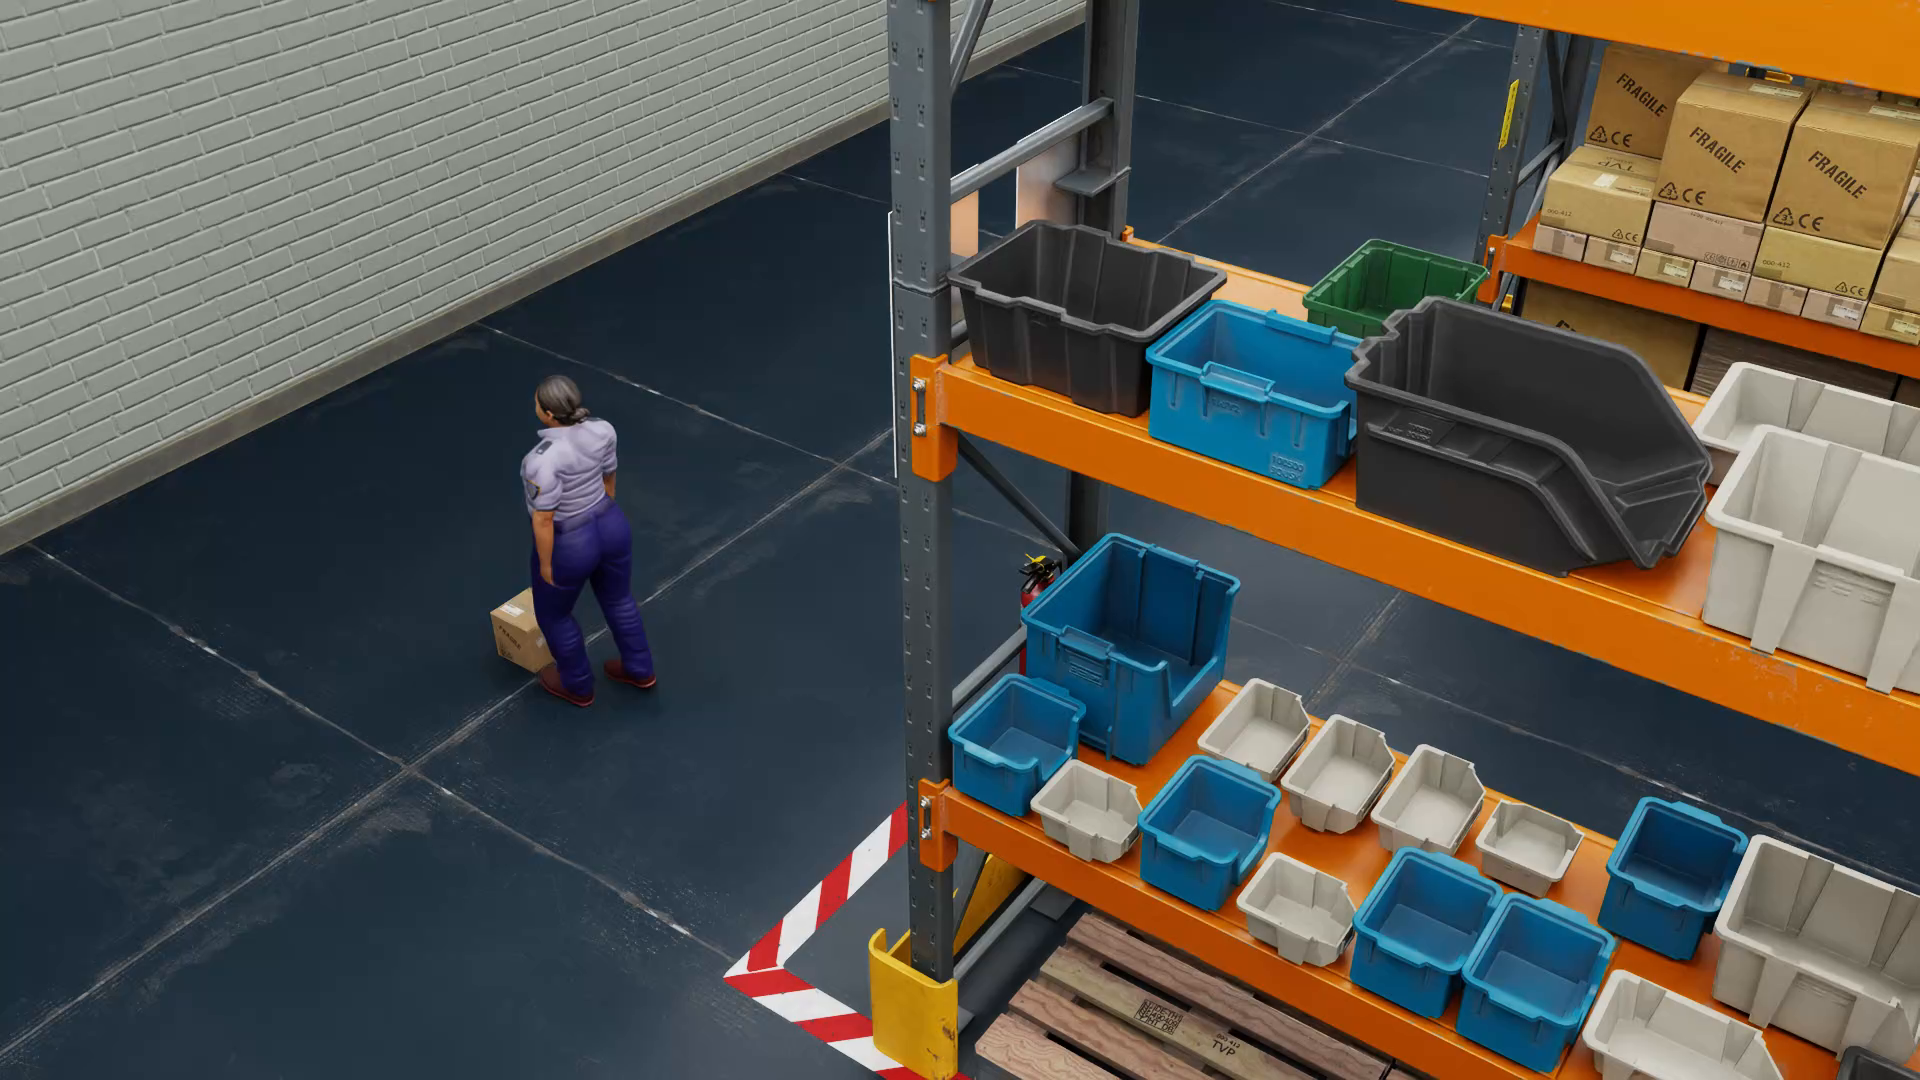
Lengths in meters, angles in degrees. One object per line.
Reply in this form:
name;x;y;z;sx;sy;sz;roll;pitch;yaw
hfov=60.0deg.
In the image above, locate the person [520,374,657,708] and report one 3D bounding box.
person;-1.660;0.003;7.166;0.438;1.646;0.469;23;41;30
